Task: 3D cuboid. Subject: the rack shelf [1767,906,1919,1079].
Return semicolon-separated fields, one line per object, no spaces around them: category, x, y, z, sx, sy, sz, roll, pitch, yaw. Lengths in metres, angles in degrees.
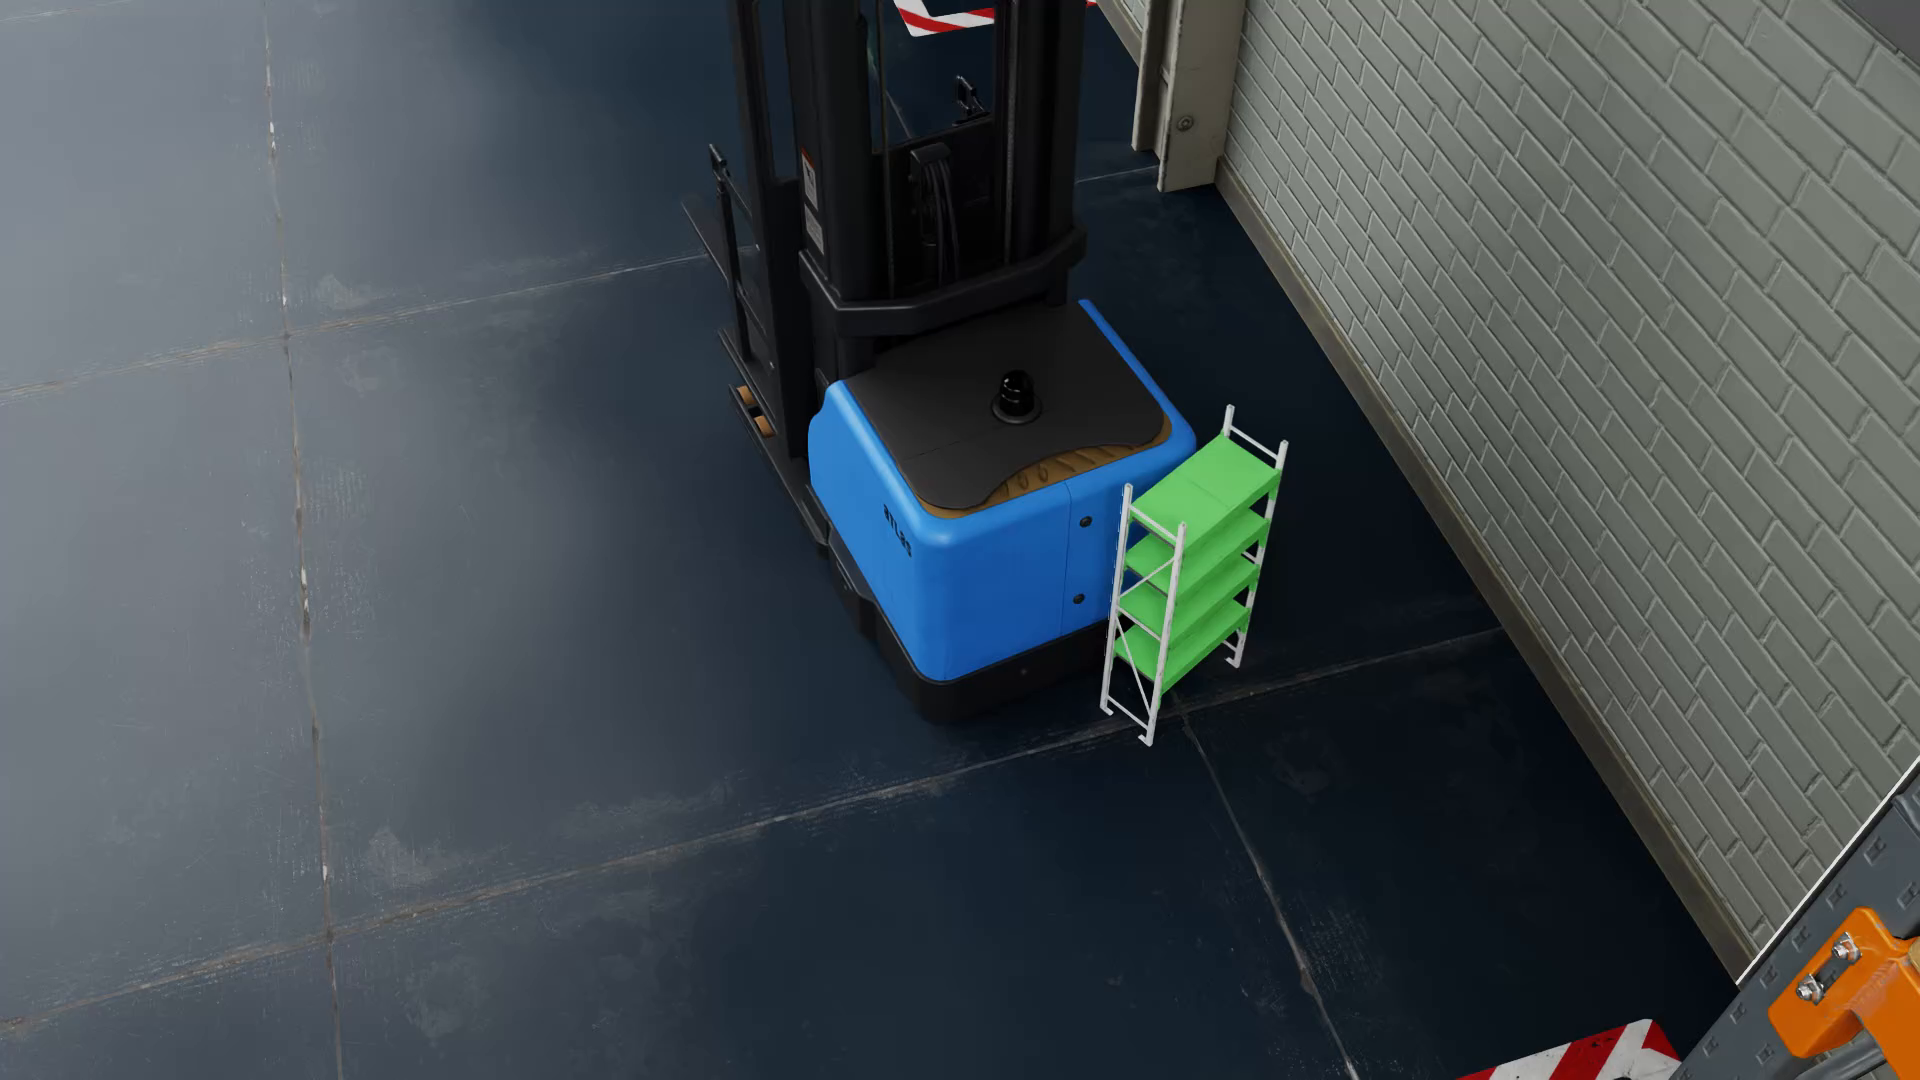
rack shelf;2.380;1.989;1.409;1.077;0.370;4.000;-13;51;-11

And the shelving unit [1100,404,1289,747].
shelving unit;0.771;0.150;5.629;0.503;1.200;0.258;-37;59;-27

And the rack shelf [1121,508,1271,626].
rack shelf;0.771;0.036;5.494;0.480;0.148;0.258;-37;59;-27

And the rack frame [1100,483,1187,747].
rack frame;0.596;0.280;5.519;0.015;1.200;0.240;-37;59;-27

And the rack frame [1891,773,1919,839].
rack frame;1.789;-0.670;1.219;1.000;3.000;0.127;-13;51;-11

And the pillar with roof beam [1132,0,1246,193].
pillar with roof beam;-3.065;-3.763;3.826;9.100;9.000;0.400;-13;51;-11

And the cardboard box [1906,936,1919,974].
cardboard box;1.649;0.559;2.066;0.500;0.500;0.500;-12;51;-10

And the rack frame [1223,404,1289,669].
rack frame;0.945;0.019;5.739;0.015;1.200;0.240;-37;59;-27

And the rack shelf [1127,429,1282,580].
rack shelf;0.771;-0.118;5.311;0.480;0.148;0.258;-37;59;-27

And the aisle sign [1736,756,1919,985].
aisle sign;1.481;0.441;2.506;0.394;0.787;0.004;-13;51;-11

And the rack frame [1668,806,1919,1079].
rack frame;1.789;1.264;3.512;1.000;3.000;0.127;-13;51;-11

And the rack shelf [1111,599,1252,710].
rack shelf;0.771;0.346;5.861;0.480;0.148;0.258;-37;59;-27

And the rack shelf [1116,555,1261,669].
rack shelf;0.771;0.191;5.678;0.480;0.148;0.258;-37;59;-27

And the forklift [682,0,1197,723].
forklift;-0.303;-1.436;5.833;1.130;2.935;3.031;-20;53;-16
